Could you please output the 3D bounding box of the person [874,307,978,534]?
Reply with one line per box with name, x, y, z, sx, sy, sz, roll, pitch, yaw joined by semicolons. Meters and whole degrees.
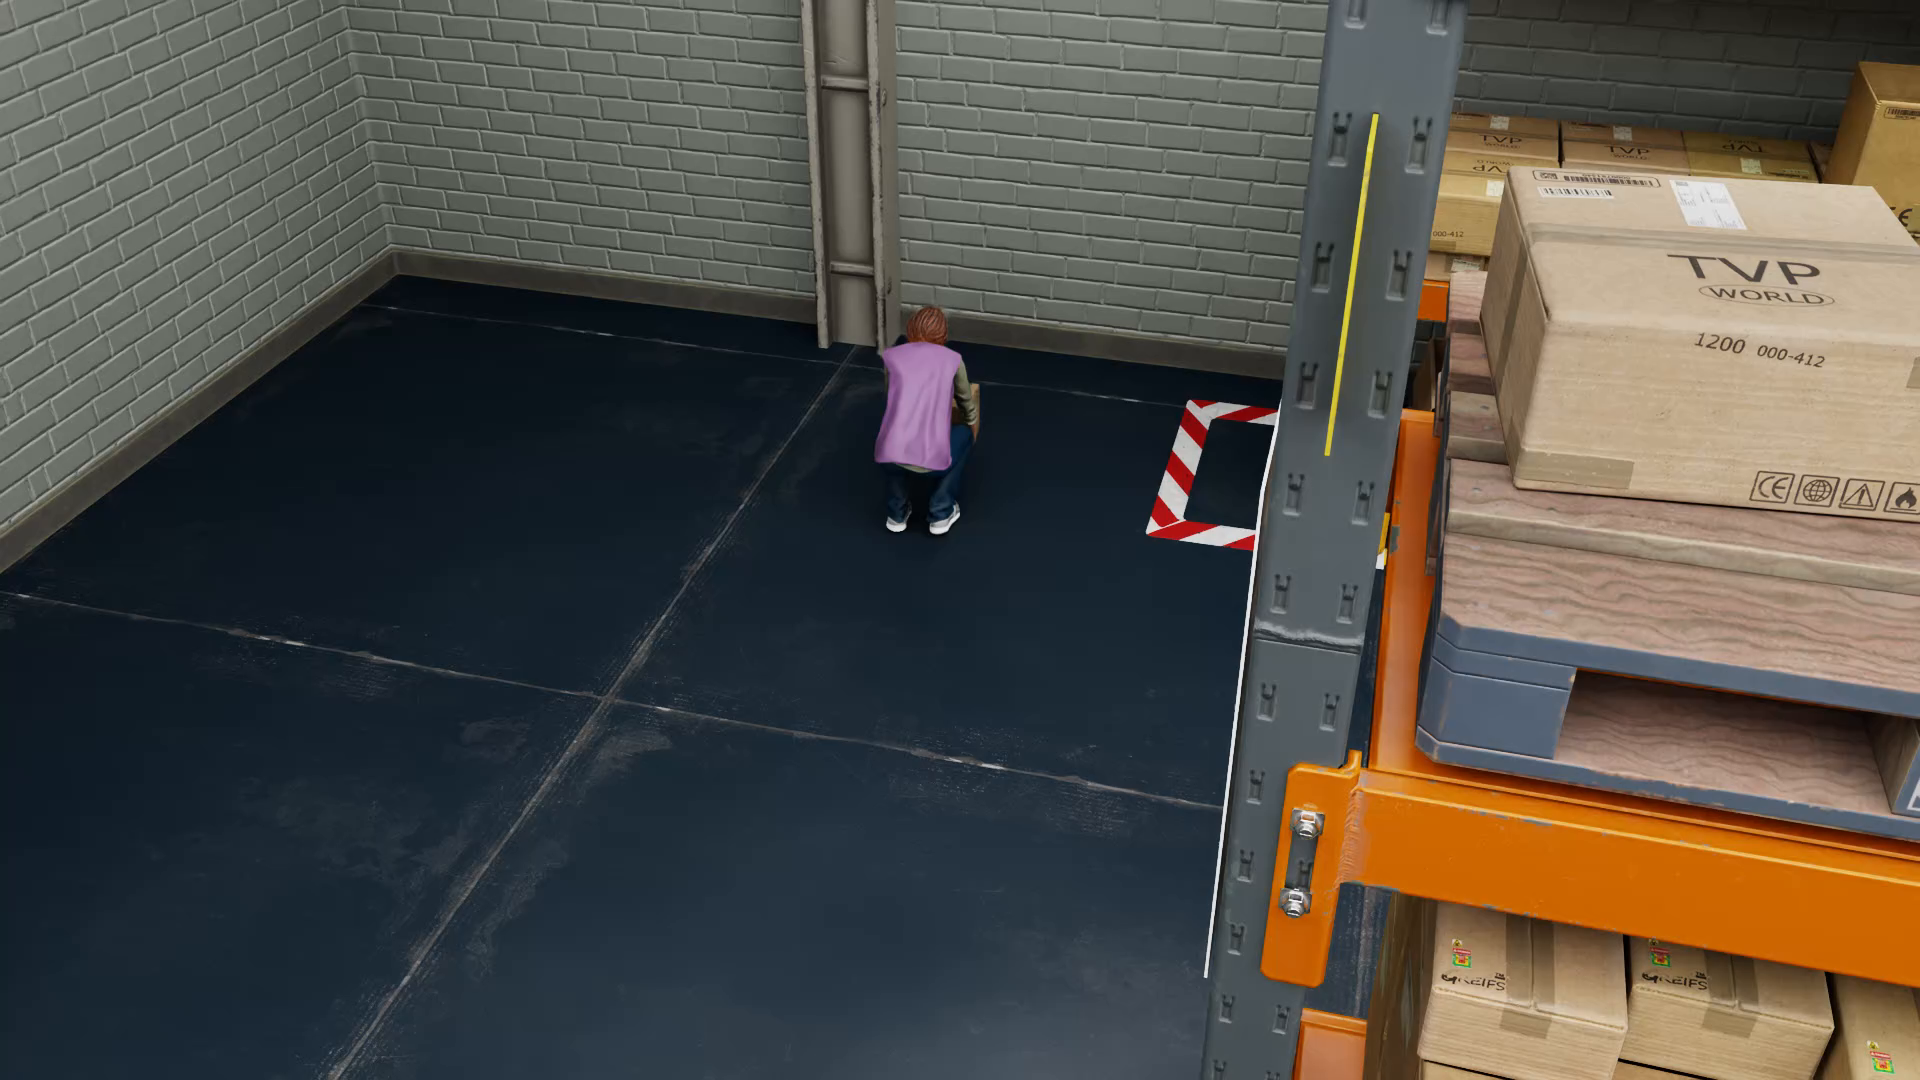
person;-0.172;-0.511;7.559;0.442;0.908;0.797;8;34;12
